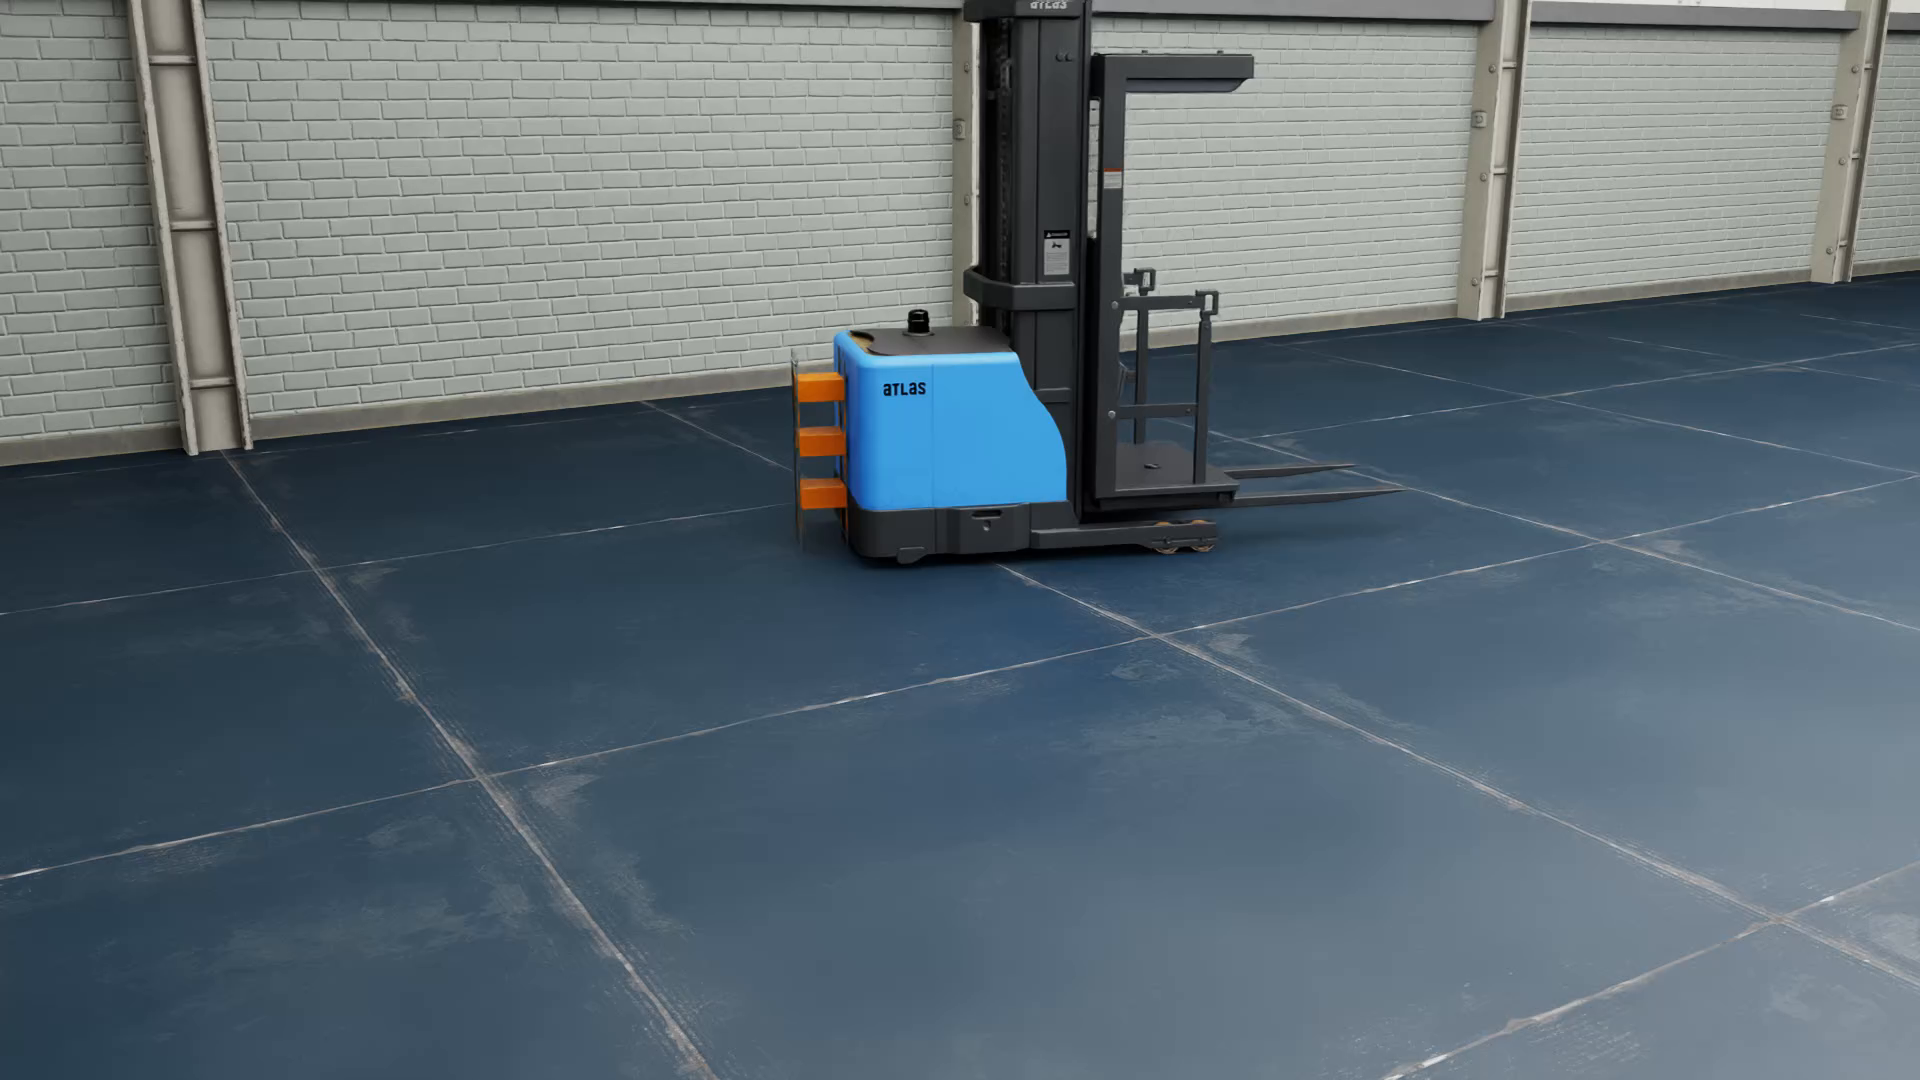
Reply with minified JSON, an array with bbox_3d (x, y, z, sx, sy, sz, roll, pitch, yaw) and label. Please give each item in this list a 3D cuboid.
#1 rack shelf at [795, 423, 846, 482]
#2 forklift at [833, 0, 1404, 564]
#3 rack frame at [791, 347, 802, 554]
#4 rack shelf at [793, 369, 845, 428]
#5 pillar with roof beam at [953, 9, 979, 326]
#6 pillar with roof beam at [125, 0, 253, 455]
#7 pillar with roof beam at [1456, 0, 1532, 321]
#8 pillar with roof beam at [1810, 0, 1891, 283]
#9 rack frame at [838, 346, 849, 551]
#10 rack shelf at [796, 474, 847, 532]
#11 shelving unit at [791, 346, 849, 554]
[{"bbox_3d":[-0.726,-0.457,8.635,0.240,0.259,0.215,-3,16,-12],"label":"rack shelf"},{"bbox_3d":[0.876,-1.473,8.736,3.031,2.935,1.130,-3,16,-12],"label":"forklift"},{"bbox_3d":[-0.845,-0.460,8.607,0.008,1.050,0.200,-3,16,-12],"label":"rack frame"},{"bbox_3d":[-0.726,-0.730,8.559,0.240,0.259,0.215,-3,16,-12],"label":"rack shelf"},{"bbox_3d":[2.404,-4.787,9.316,0.400,9.000,9.100,-9,18,-30],"label":"pillar with roof beam"},{"bbox_3d":[-2.739,-3.953,6.340,0.400,9.000,9.100,-9,18,-30],"label":"pillar with roof beam"},{"bbox_3d":[7.547,-5.621,12.291,0.400,9.000,9.100,-9,18,-30],"label":"pillar with roof beam"},{"bbox_3d":[12.690,-6.455,15.266,0.400,9.000,9.100,-9,18,-30],"label":"pillar with roof beam"},{"bbox_3d":[-0.607,-0.474,8.657,0.008,1.050,0.200,-3,16,-12],"label":"rack frame"},{"bbox_3d":[-0.726,-0.190,8.710,0.240,0.259,0.215,-3,16,-12],"label":"rack shelf"},{"bbox_3d":[-0.726,-0.467,8.632,0.252,1.050,0.215,-3,16,-12],"label":"shelving unit"}]
